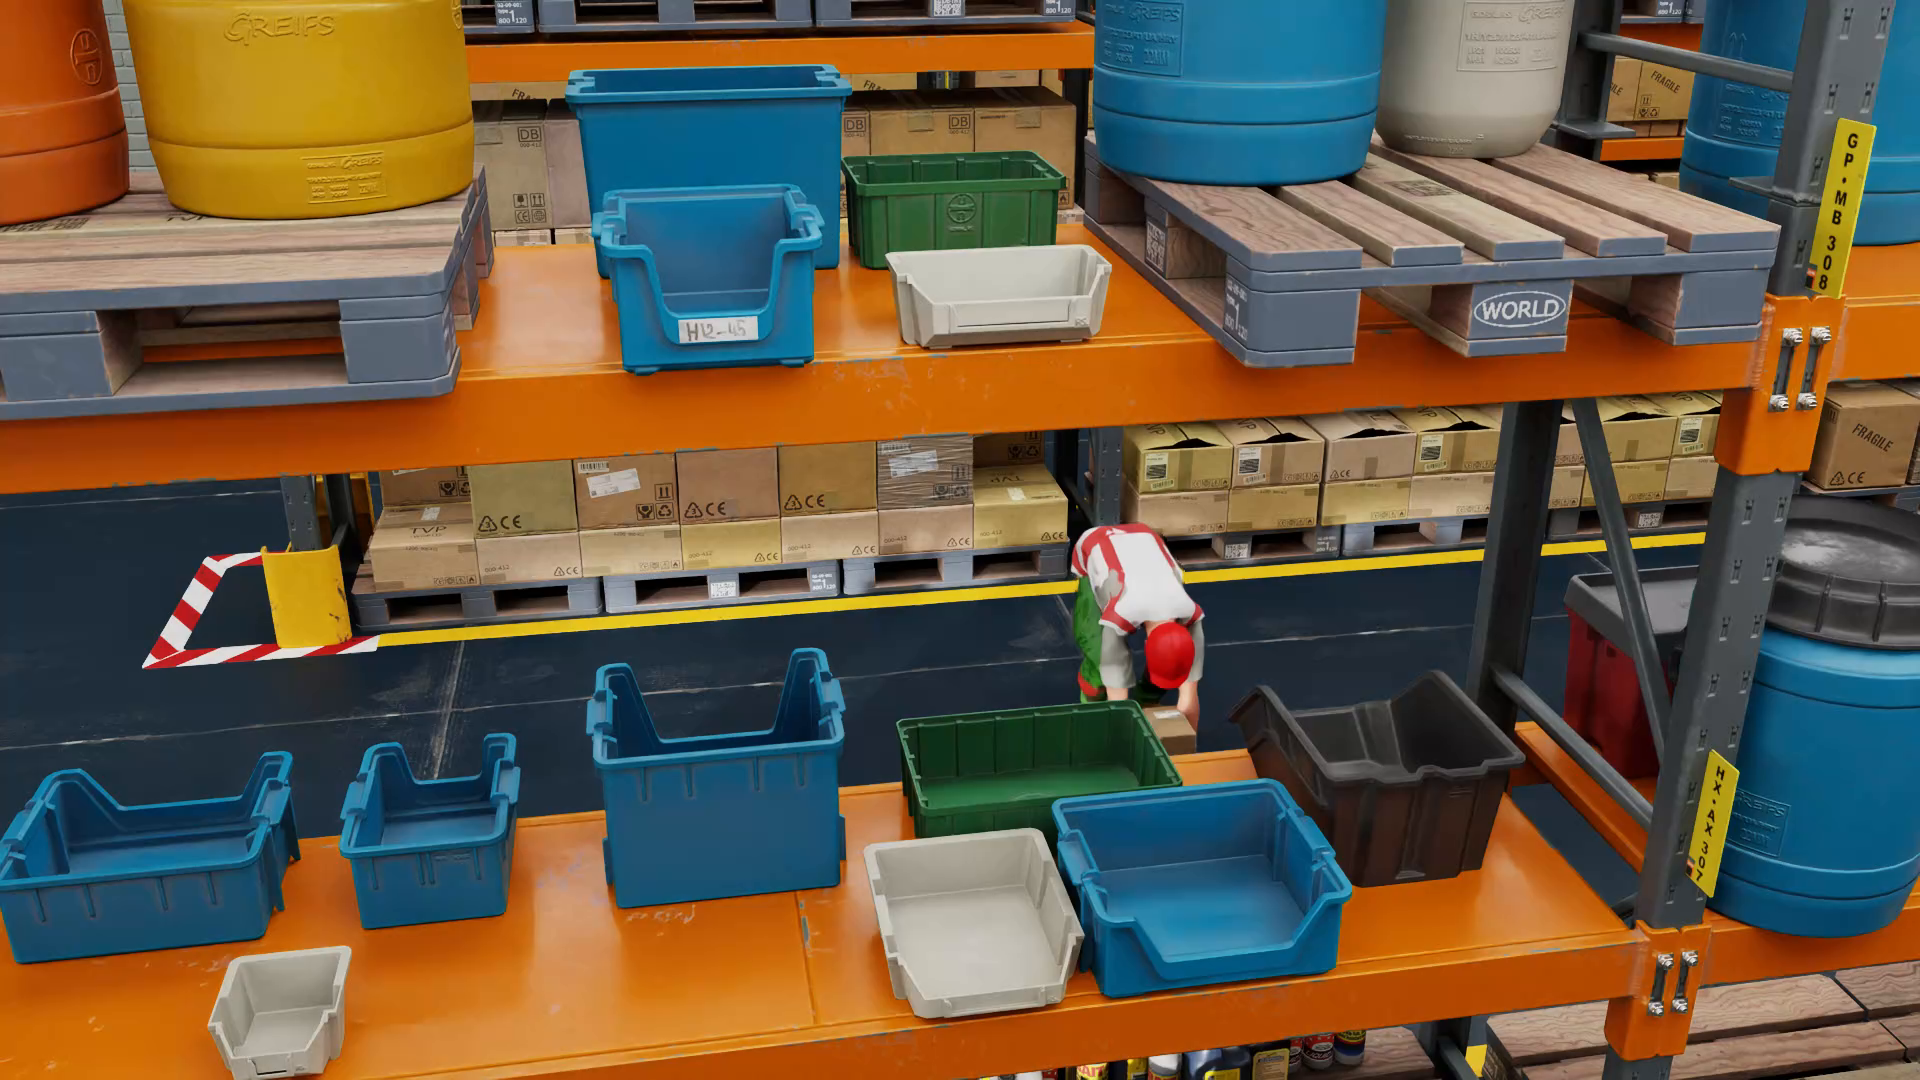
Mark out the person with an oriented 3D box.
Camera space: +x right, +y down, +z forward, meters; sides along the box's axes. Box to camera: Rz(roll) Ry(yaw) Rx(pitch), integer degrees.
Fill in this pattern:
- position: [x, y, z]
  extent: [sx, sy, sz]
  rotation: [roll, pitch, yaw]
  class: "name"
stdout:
- position: [0.773, 0.462, 7.110]
  extent: [0.536, 0.923, 0.953]
  rotation: [-5, 24, -12]
  class: "person"
